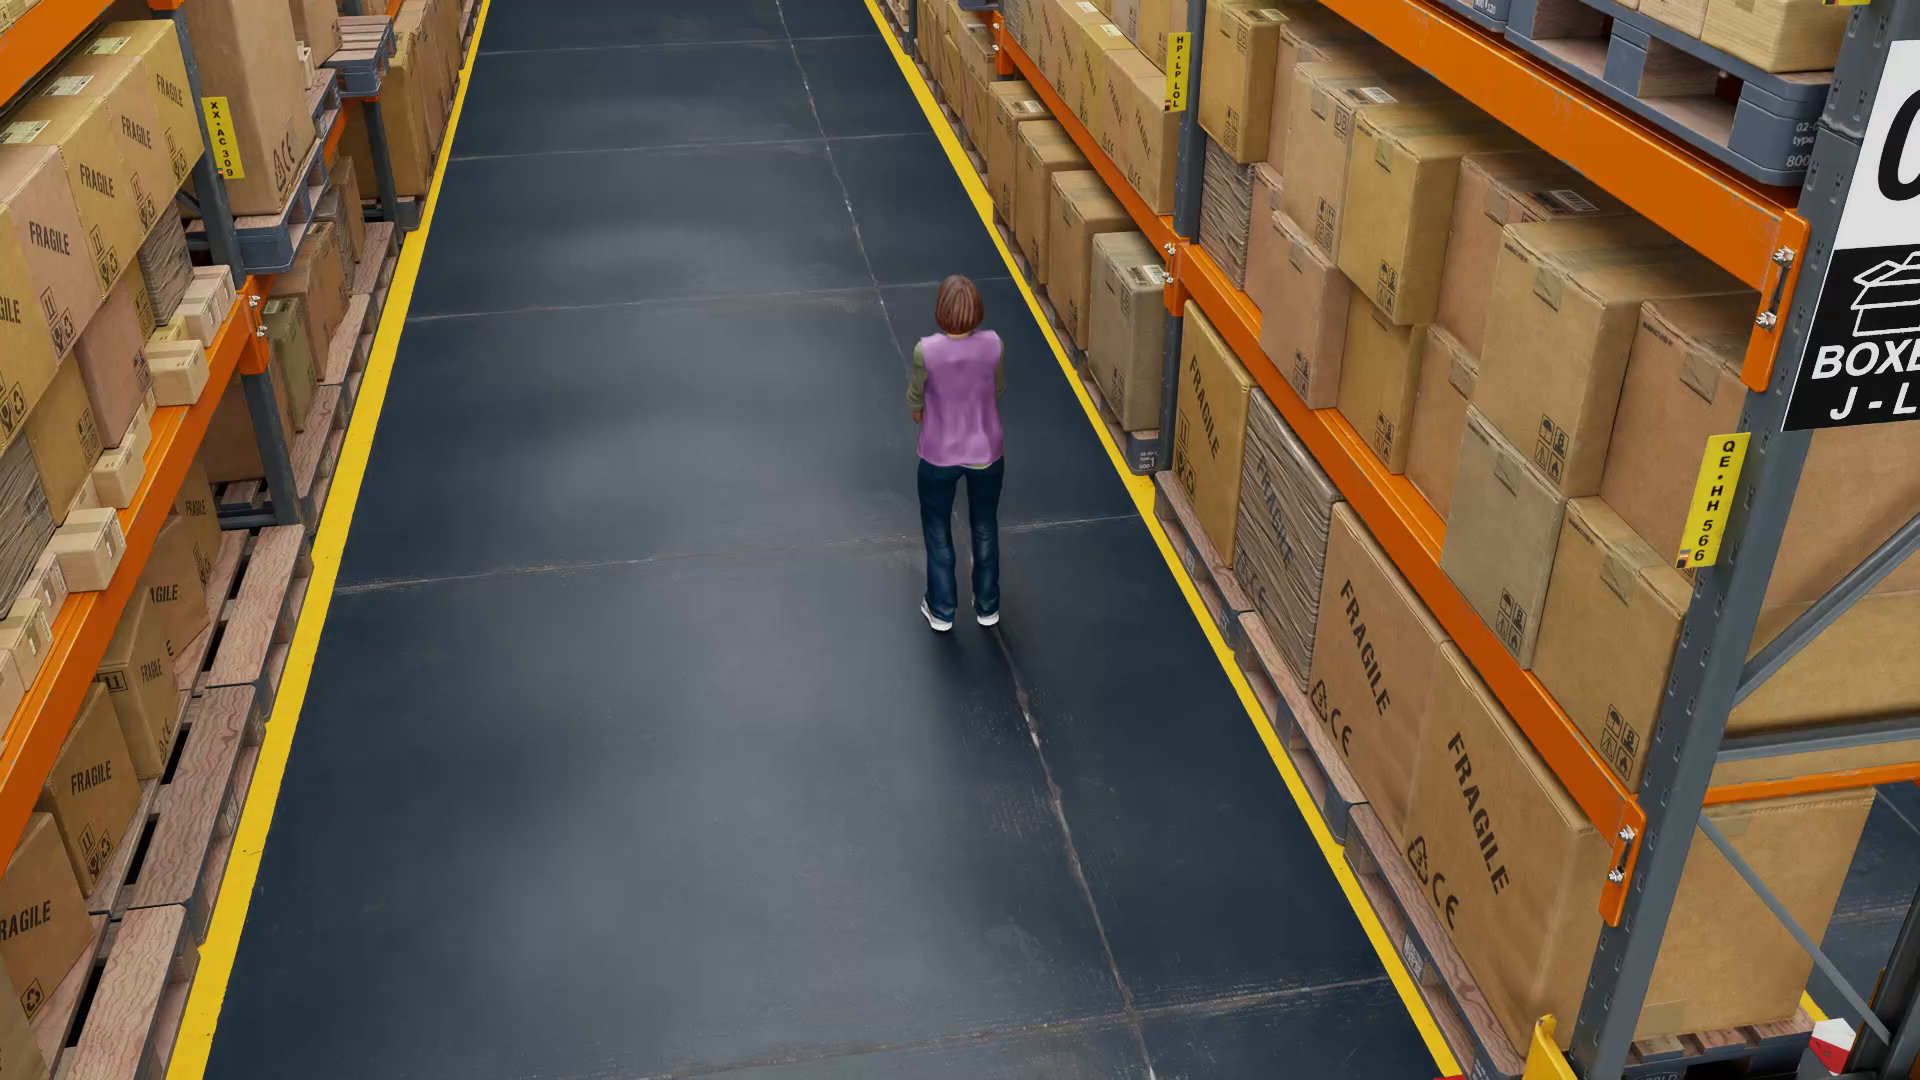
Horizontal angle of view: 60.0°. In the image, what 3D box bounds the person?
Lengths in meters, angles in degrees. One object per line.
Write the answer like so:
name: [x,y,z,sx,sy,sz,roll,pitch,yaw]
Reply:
person: [-0.017,-0.386,6.787,0.407,1.588,0.496,-5,32,-9]
